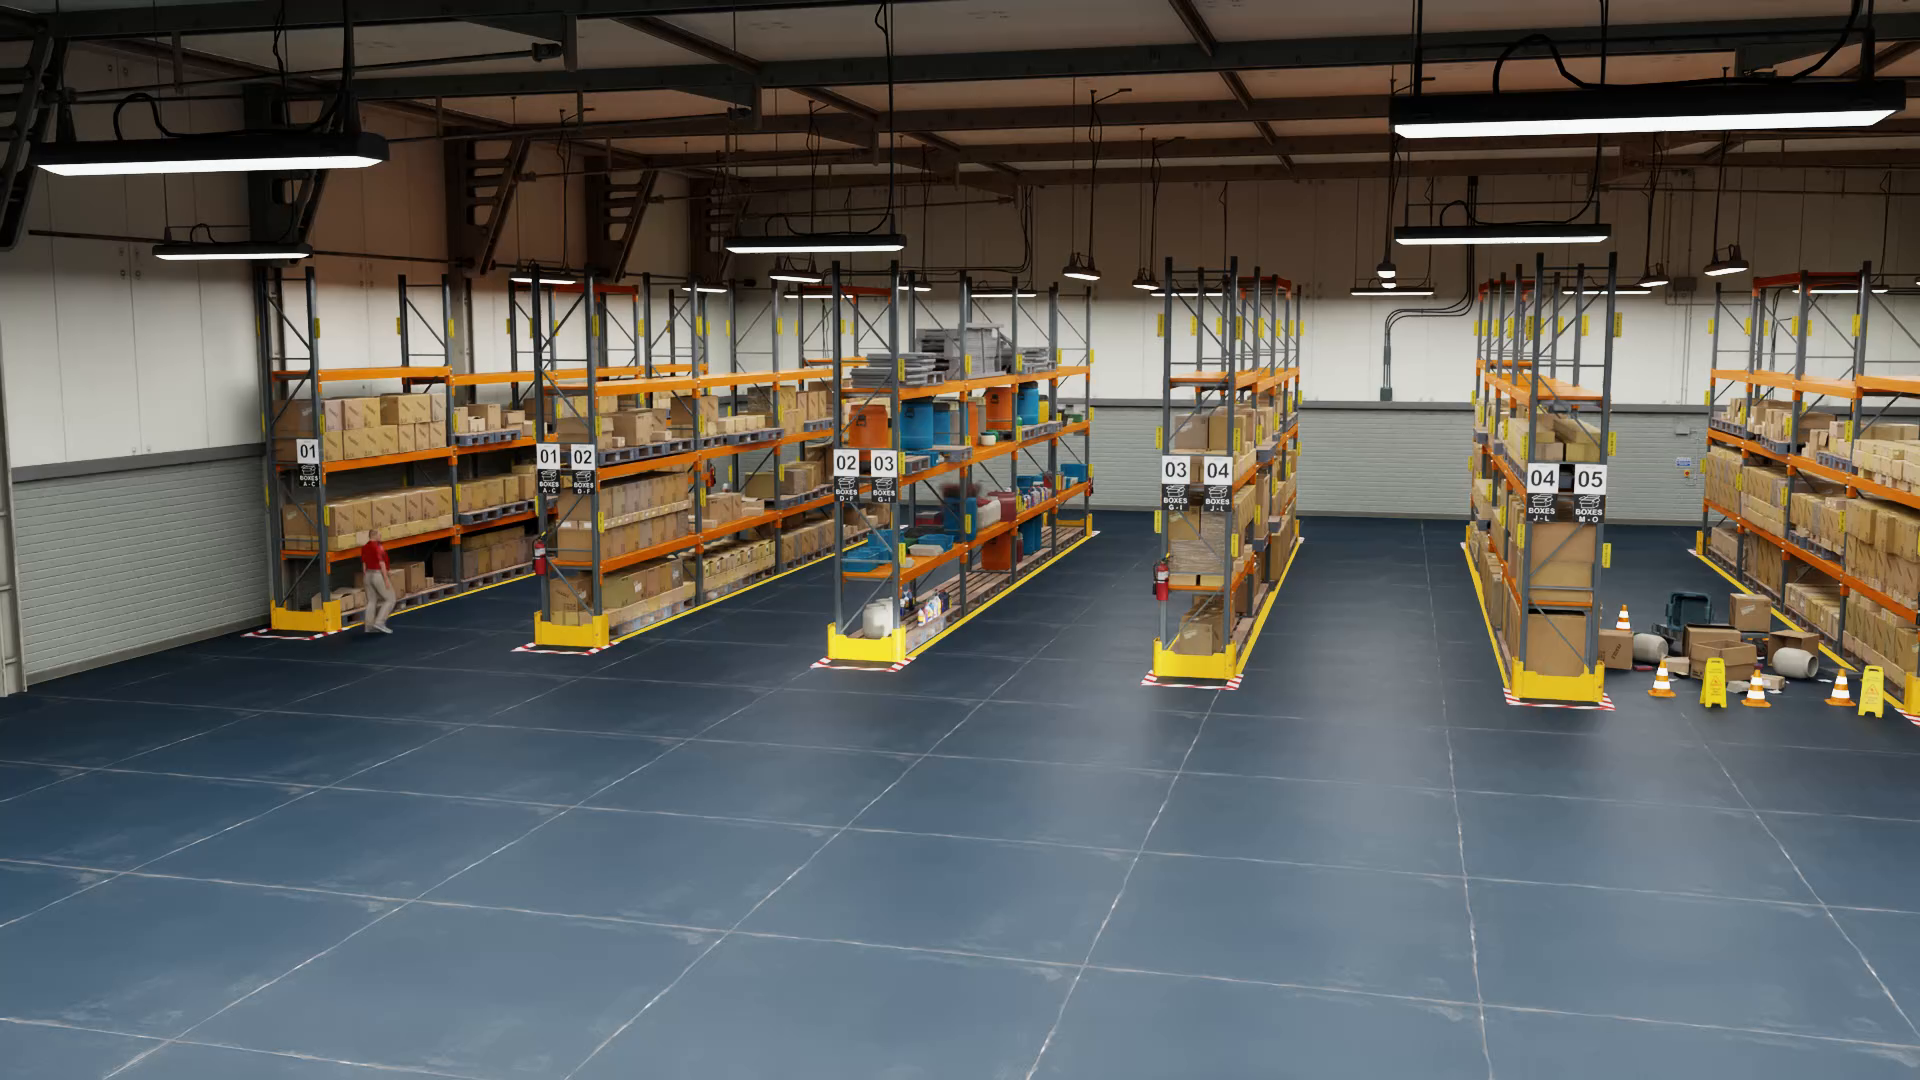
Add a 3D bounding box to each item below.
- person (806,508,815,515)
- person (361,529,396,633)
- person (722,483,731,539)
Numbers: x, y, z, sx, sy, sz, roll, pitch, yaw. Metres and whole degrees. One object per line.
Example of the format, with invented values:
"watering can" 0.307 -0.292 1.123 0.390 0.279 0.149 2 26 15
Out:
"person" -3.853 -1.386 43.399 0.501 1.761 0.561 1 7 11
"person" -9.607 0.672 27.370 0.634 1.714 0.455 4 8 29
"person" -5.166 -0.440 36.495 0.497 1.612 1.007 3 8 19
